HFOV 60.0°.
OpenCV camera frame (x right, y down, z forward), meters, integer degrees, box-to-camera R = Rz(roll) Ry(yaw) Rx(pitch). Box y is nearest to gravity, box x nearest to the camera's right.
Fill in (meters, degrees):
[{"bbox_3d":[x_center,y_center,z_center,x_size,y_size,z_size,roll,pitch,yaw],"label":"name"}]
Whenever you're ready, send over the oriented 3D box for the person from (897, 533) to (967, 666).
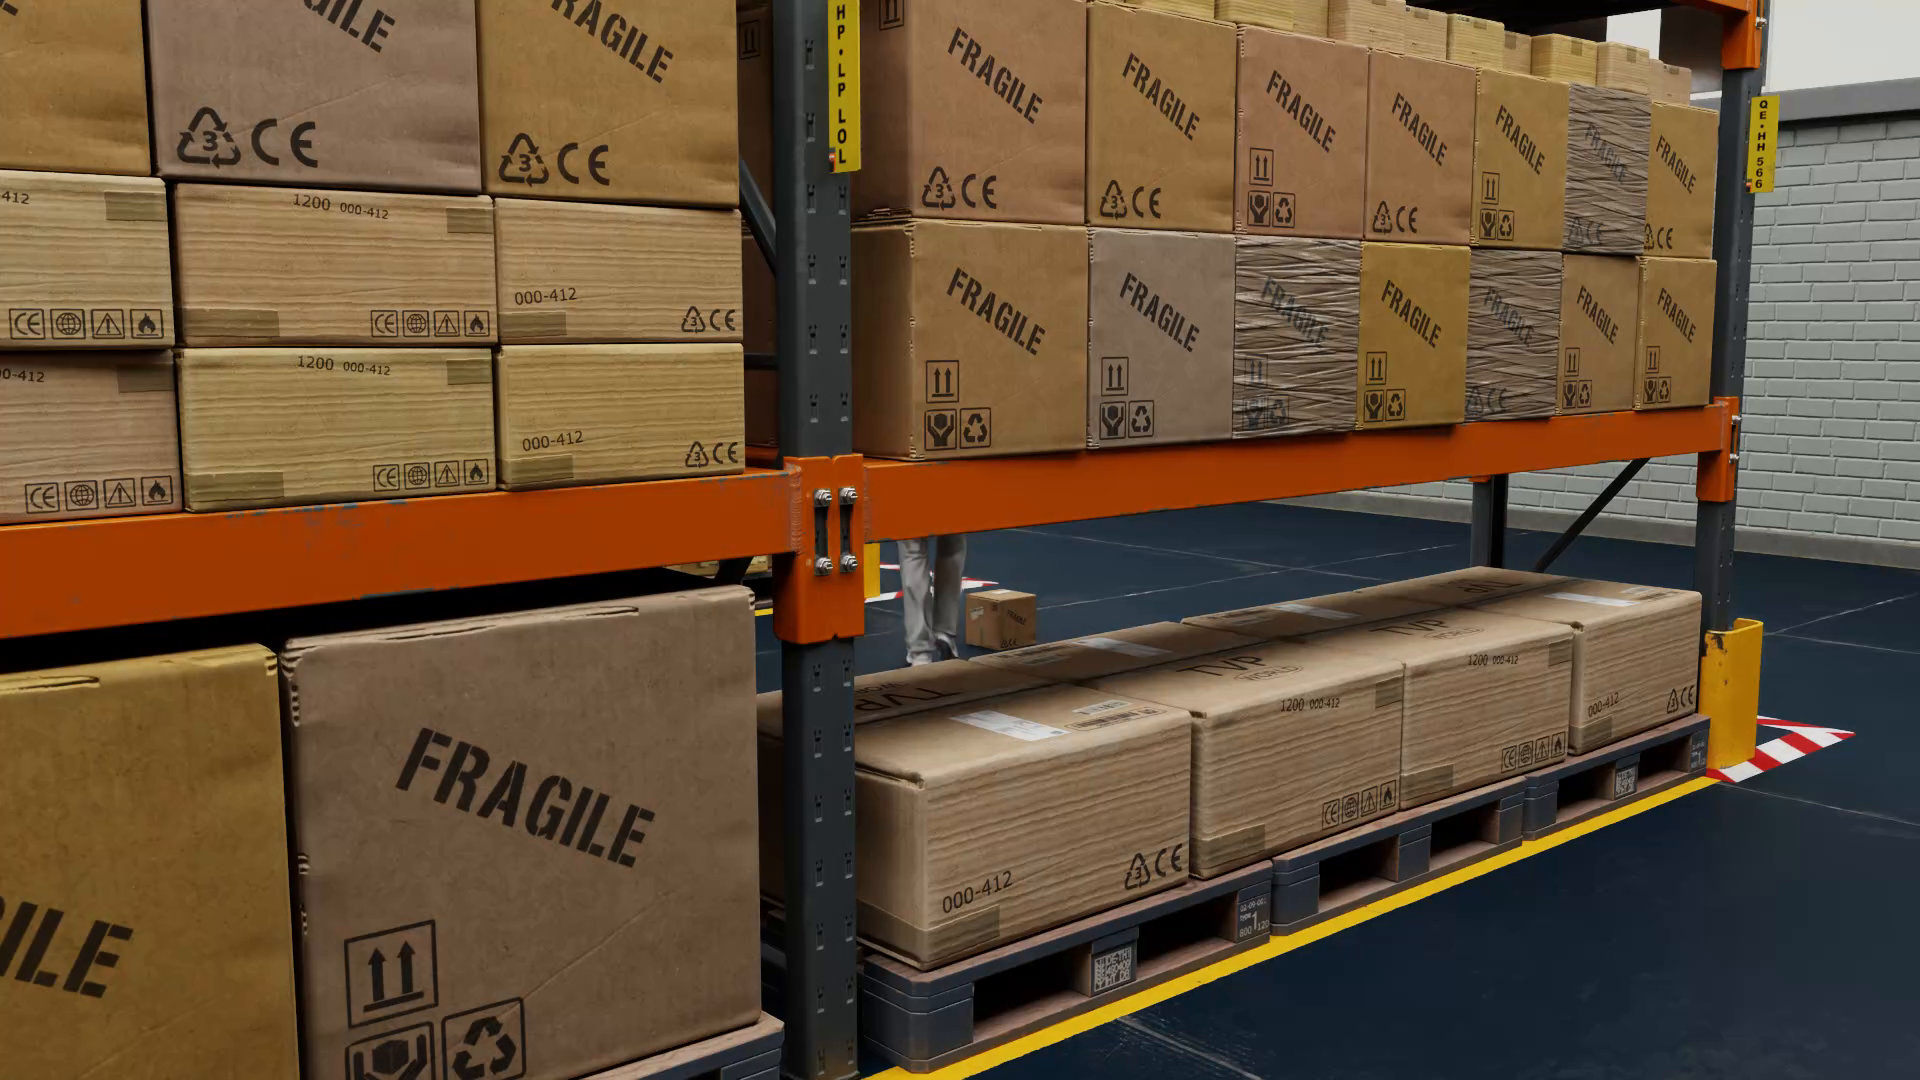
[{"bbox_3d":[-0.159,-0.224,7.647,0.458,1.735,0.521,-1,8,-4],"label":"person"}]
